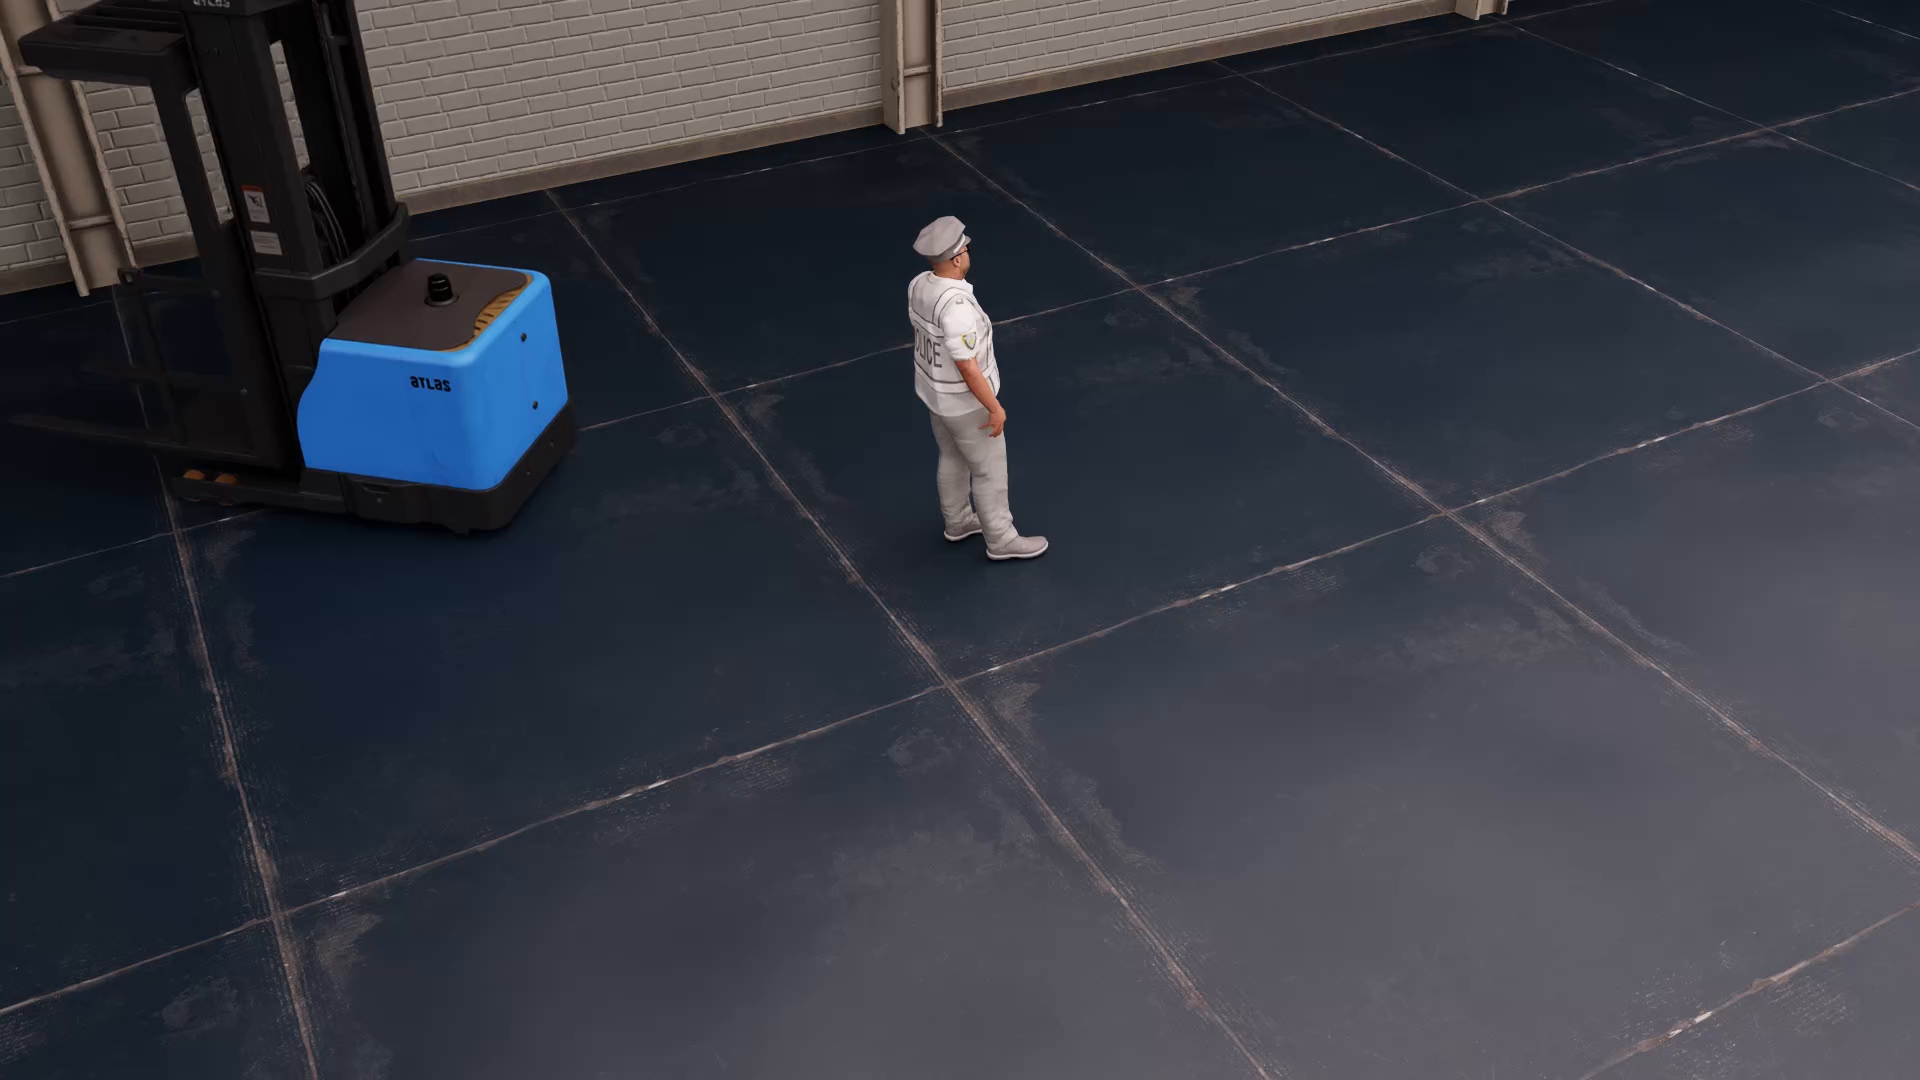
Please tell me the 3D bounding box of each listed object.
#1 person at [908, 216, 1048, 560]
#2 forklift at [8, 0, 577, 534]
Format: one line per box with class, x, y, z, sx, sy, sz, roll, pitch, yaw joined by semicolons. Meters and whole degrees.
person;0.074;-0.750;8.165;0.574;1.781;0.641;-17;39;-23
forklift;-3.731;-1.667;8.482;3.031;2.935;1.130;8;36;11
